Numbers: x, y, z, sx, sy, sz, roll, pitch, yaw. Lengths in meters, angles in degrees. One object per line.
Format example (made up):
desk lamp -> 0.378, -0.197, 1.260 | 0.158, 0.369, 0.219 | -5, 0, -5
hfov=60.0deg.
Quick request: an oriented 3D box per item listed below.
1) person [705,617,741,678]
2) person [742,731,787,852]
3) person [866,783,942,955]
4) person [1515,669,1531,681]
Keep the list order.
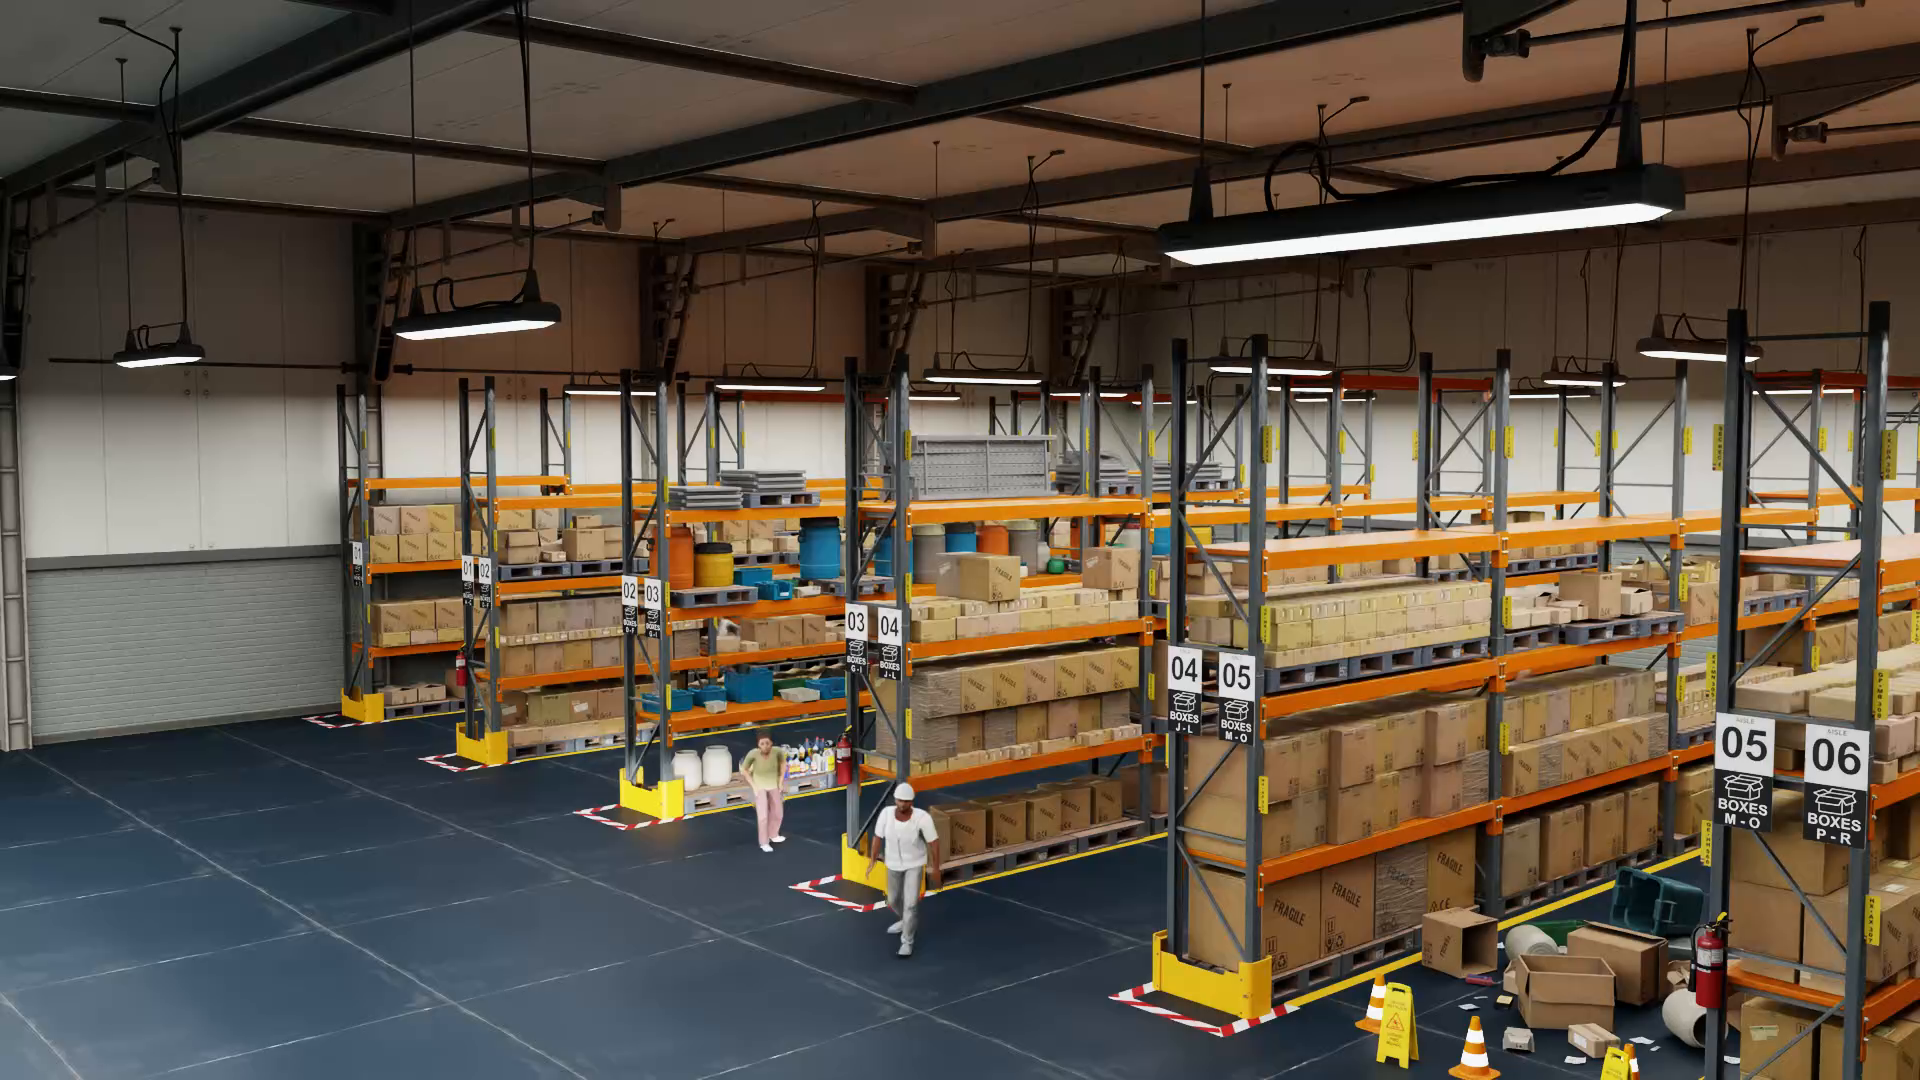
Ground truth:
person -> -4.628, 2.157, 32.648 | 0.652, 1.752, 0.975 | 2, 4, 28
person -> -2.393, 3.062, 20.490 | 0.629, 1.531, 0.789 | -2, 4, -25
person -> -0.513, 3.234, 16.647 | 0.779, 1.698, 0.837 | 1, 4, 14
person -> 8.435, 2.722, 24.765 | 0.581, 1.688, 0.799 | -1, 4, -18
